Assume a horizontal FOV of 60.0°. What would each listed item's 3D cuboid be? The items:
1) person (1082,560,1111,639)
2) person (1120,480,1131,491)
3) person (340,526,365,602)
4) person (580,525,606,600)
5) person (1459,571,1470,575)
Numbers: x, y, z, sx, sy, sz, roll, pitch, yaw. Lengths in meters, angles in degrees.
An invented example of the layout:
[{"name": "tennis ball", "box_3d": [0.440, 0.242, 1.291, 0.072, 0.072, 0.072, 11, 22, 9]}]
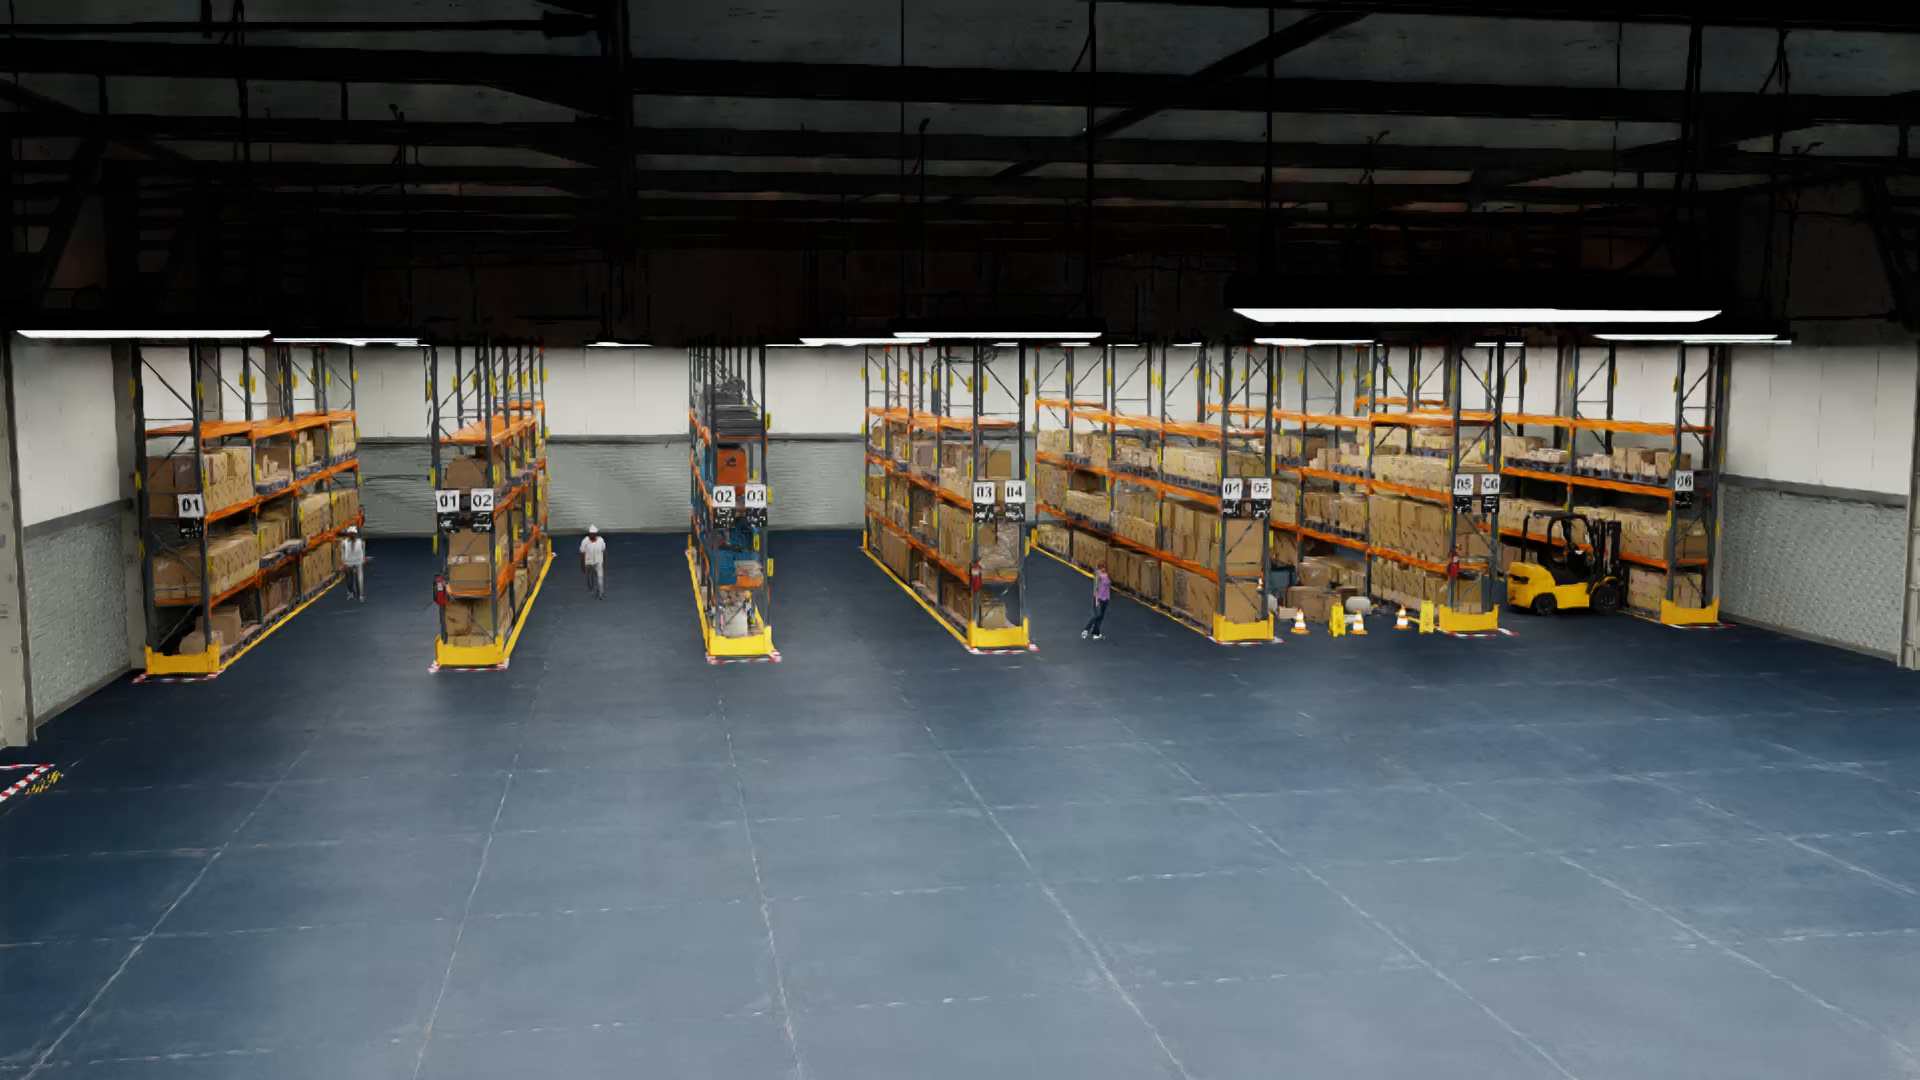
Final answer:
[{"name": "person", "box_3d": [2.686, 1.176, 32.809, 0.462, 1.586, 0.571, 5, 8, 37]}, {"name": "person", "box_3d": [5.157, -1.024, 51.569, 0.457, 1.666, 0.580, -6, 9, -43]}, {"name": "person", "box_3d": [-13.810, 0.531, 37.842, 0.537, 1.715, 1.028, -2, 7, -19]}, {"name": "person", "box_3d": [-8.420, 0.497, 38.175, 0.582, 1.686, 1.113, -1, 7, -13]}, {"name": "person", "box_3d": [11.383, 0.626, 37.716, 0.347, 1.637, 0.470, -6, 9, -40]}]
